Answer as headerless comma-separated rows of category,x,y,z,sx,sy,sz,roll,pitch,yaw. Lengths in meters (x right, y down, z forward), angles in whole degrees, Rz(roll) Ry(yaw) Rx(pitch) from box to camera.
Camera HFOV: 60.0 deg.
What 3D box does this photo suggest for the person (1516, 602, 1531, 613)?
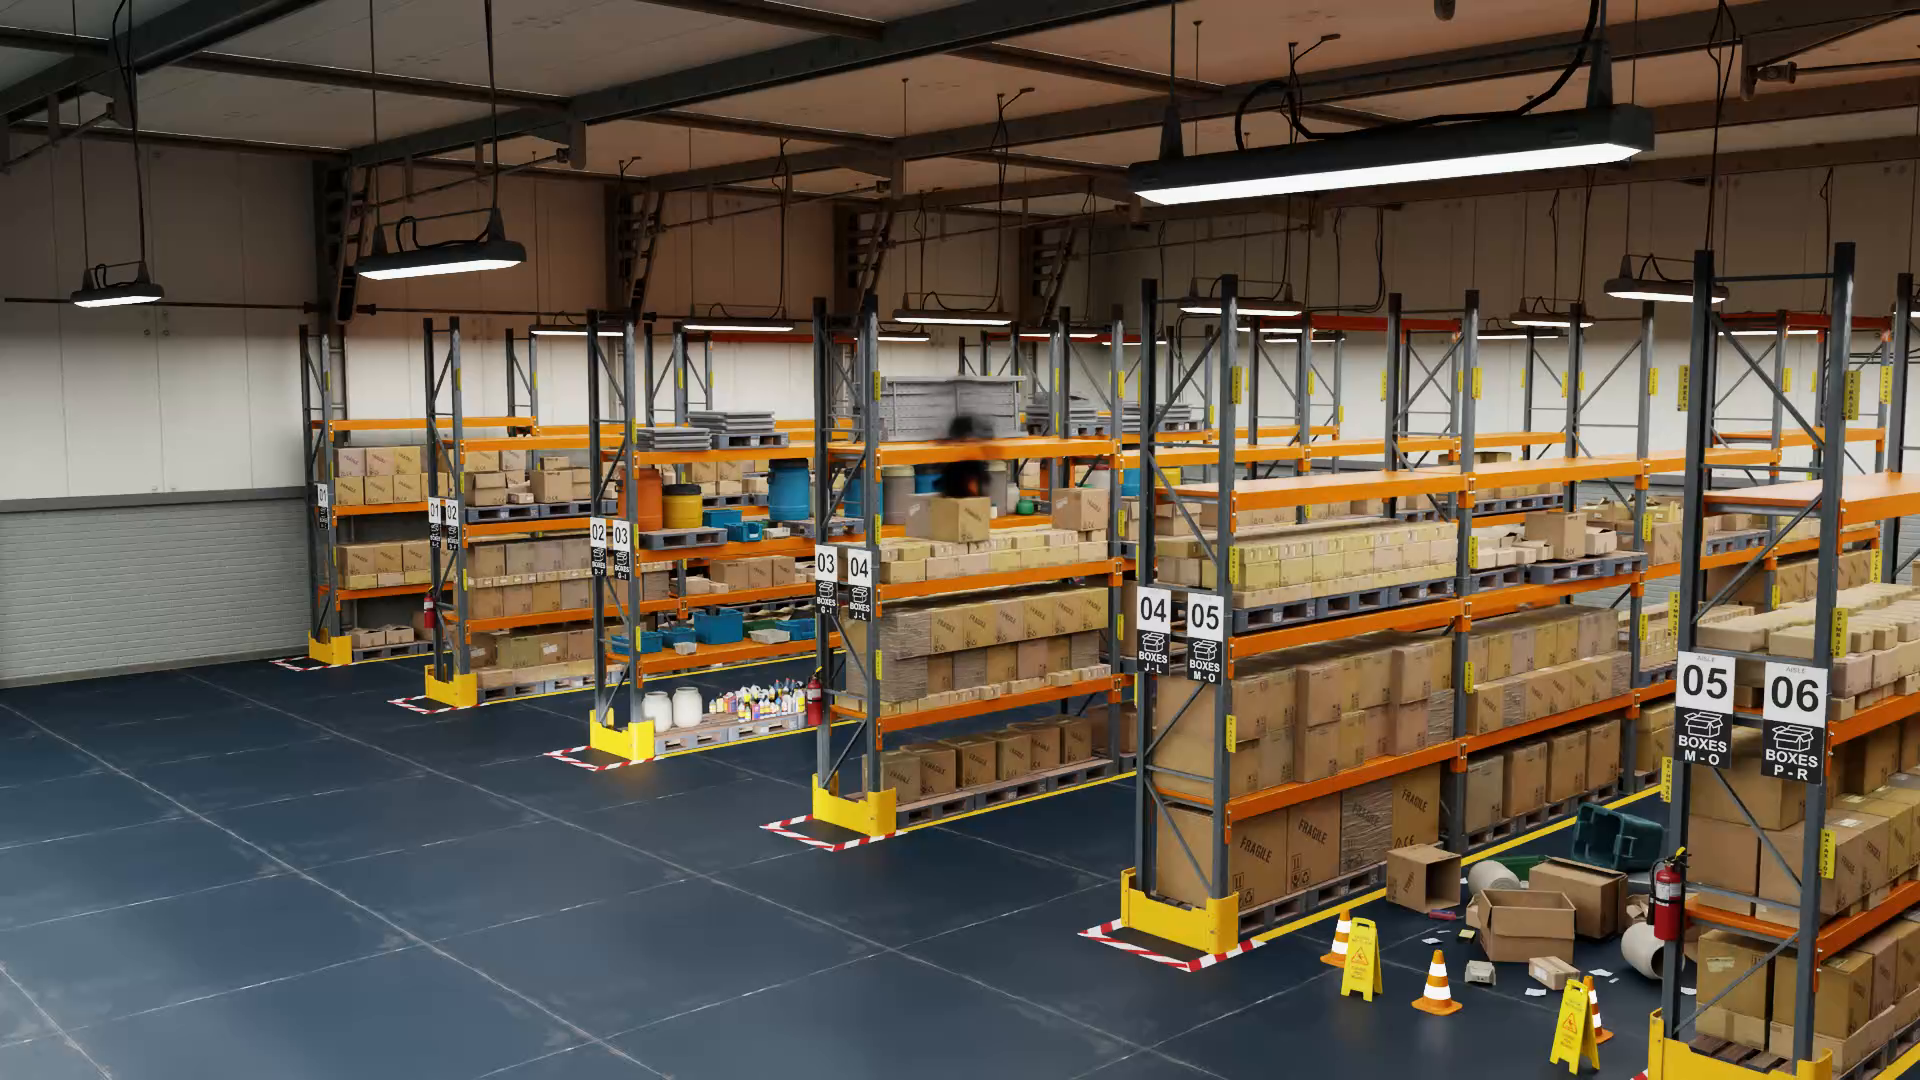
person,-9.433,0.454,17.700,17.837,5.879,35.937,5,8,41
